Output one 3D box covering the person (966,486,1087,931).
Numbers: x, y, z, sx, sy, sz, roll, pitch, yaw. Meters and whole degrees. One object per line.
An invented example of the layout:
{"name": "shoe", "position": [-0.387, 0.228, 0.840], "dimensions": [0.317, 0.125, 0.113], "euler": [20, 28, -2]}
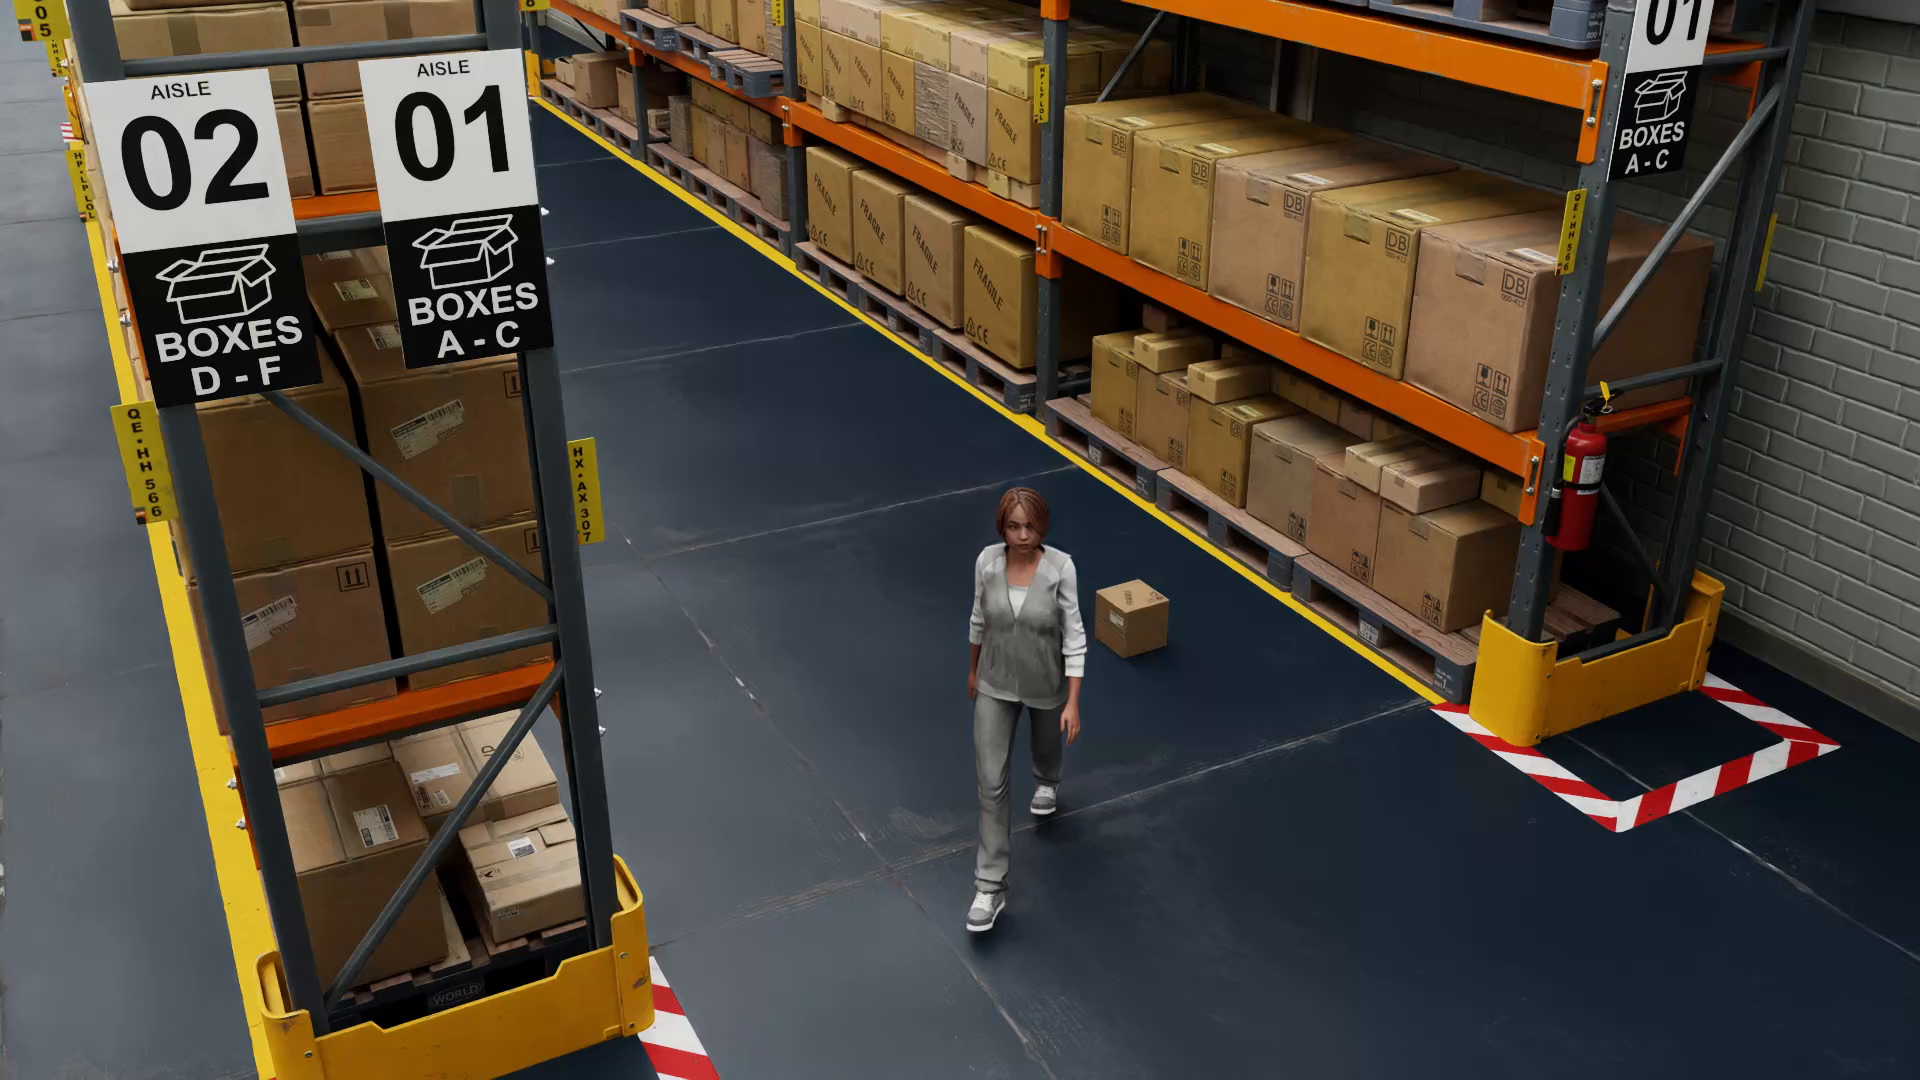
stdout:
{"name": "person", "position": [0.232, 0.534, 6.013], "dimensions": [0.446, 1.532, 0.993], "euler": [3, 26, 5]}
